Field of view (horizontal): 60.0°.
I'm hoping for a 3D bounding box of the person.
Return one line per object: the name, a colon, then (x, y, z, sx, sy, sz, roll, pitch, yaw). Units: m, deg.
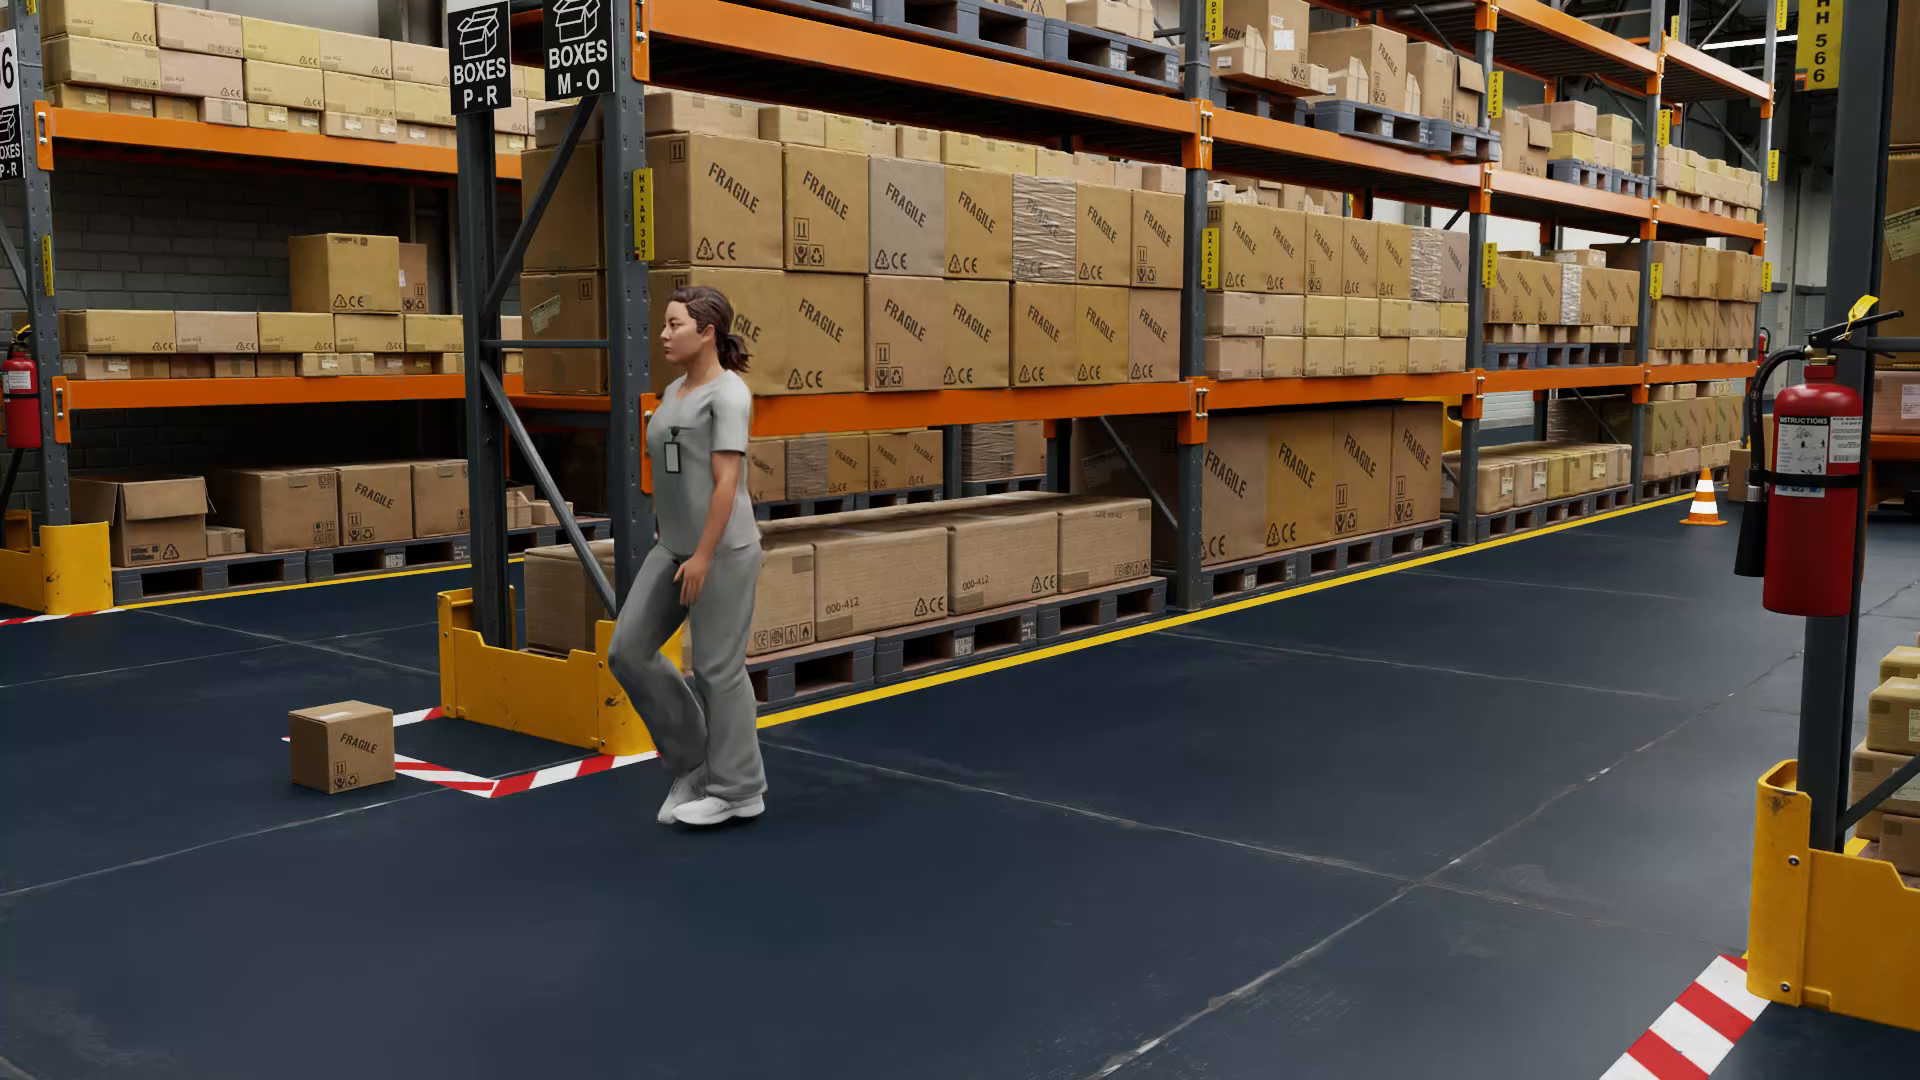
person: (-0.842, 0.065, 5.145, 0.427, 1.690, 0.513, -6, 9, -42)
